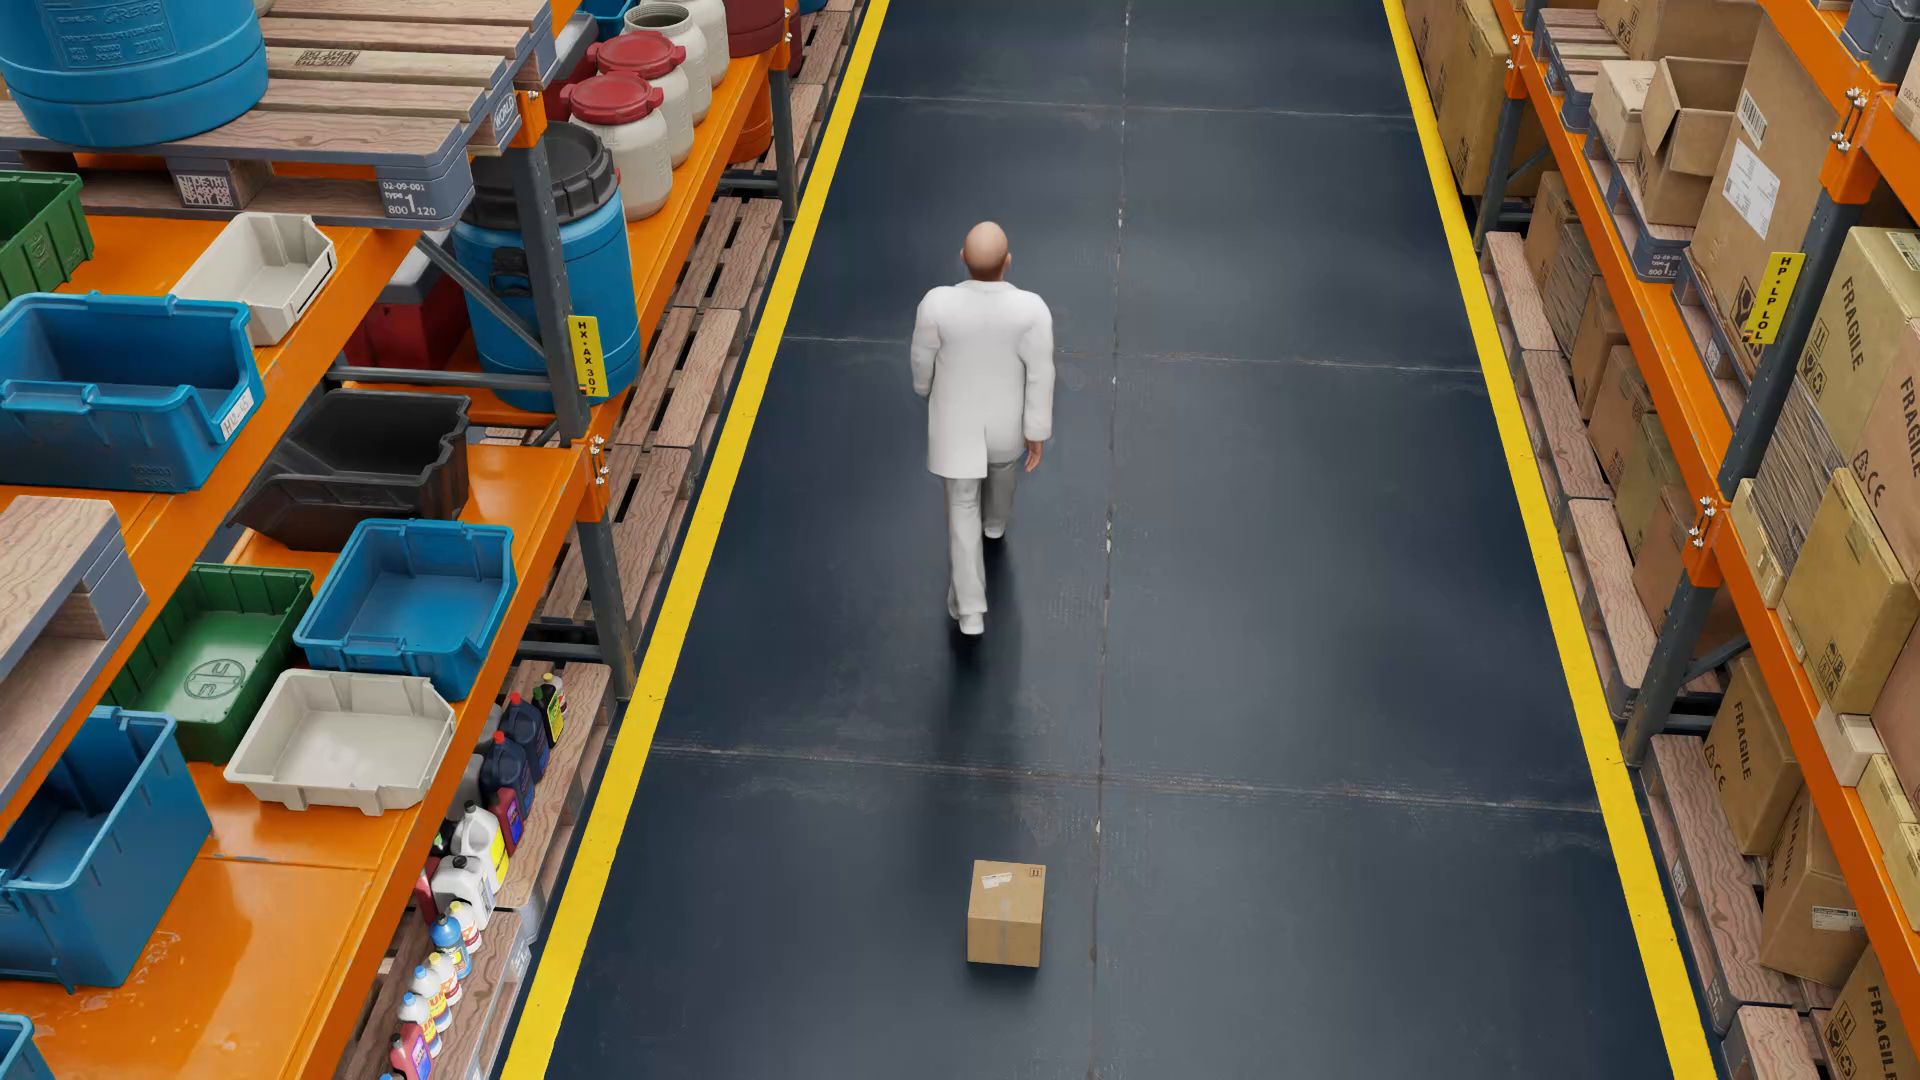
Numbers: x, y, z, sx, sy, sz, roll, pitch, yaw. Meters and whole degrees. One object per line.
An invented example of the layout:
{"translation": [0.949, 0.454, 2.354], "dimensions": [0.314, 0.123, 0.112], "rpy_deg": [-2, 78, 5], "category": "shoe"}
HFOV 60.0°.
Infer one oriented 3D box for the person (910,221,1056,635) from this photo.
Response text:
{"translation": [0.085, -0.536, 6.814], "dimensions": [0.569, 1.729, 1.145], "rpy_deg": [-2, 40, -3], "category": "person"}
